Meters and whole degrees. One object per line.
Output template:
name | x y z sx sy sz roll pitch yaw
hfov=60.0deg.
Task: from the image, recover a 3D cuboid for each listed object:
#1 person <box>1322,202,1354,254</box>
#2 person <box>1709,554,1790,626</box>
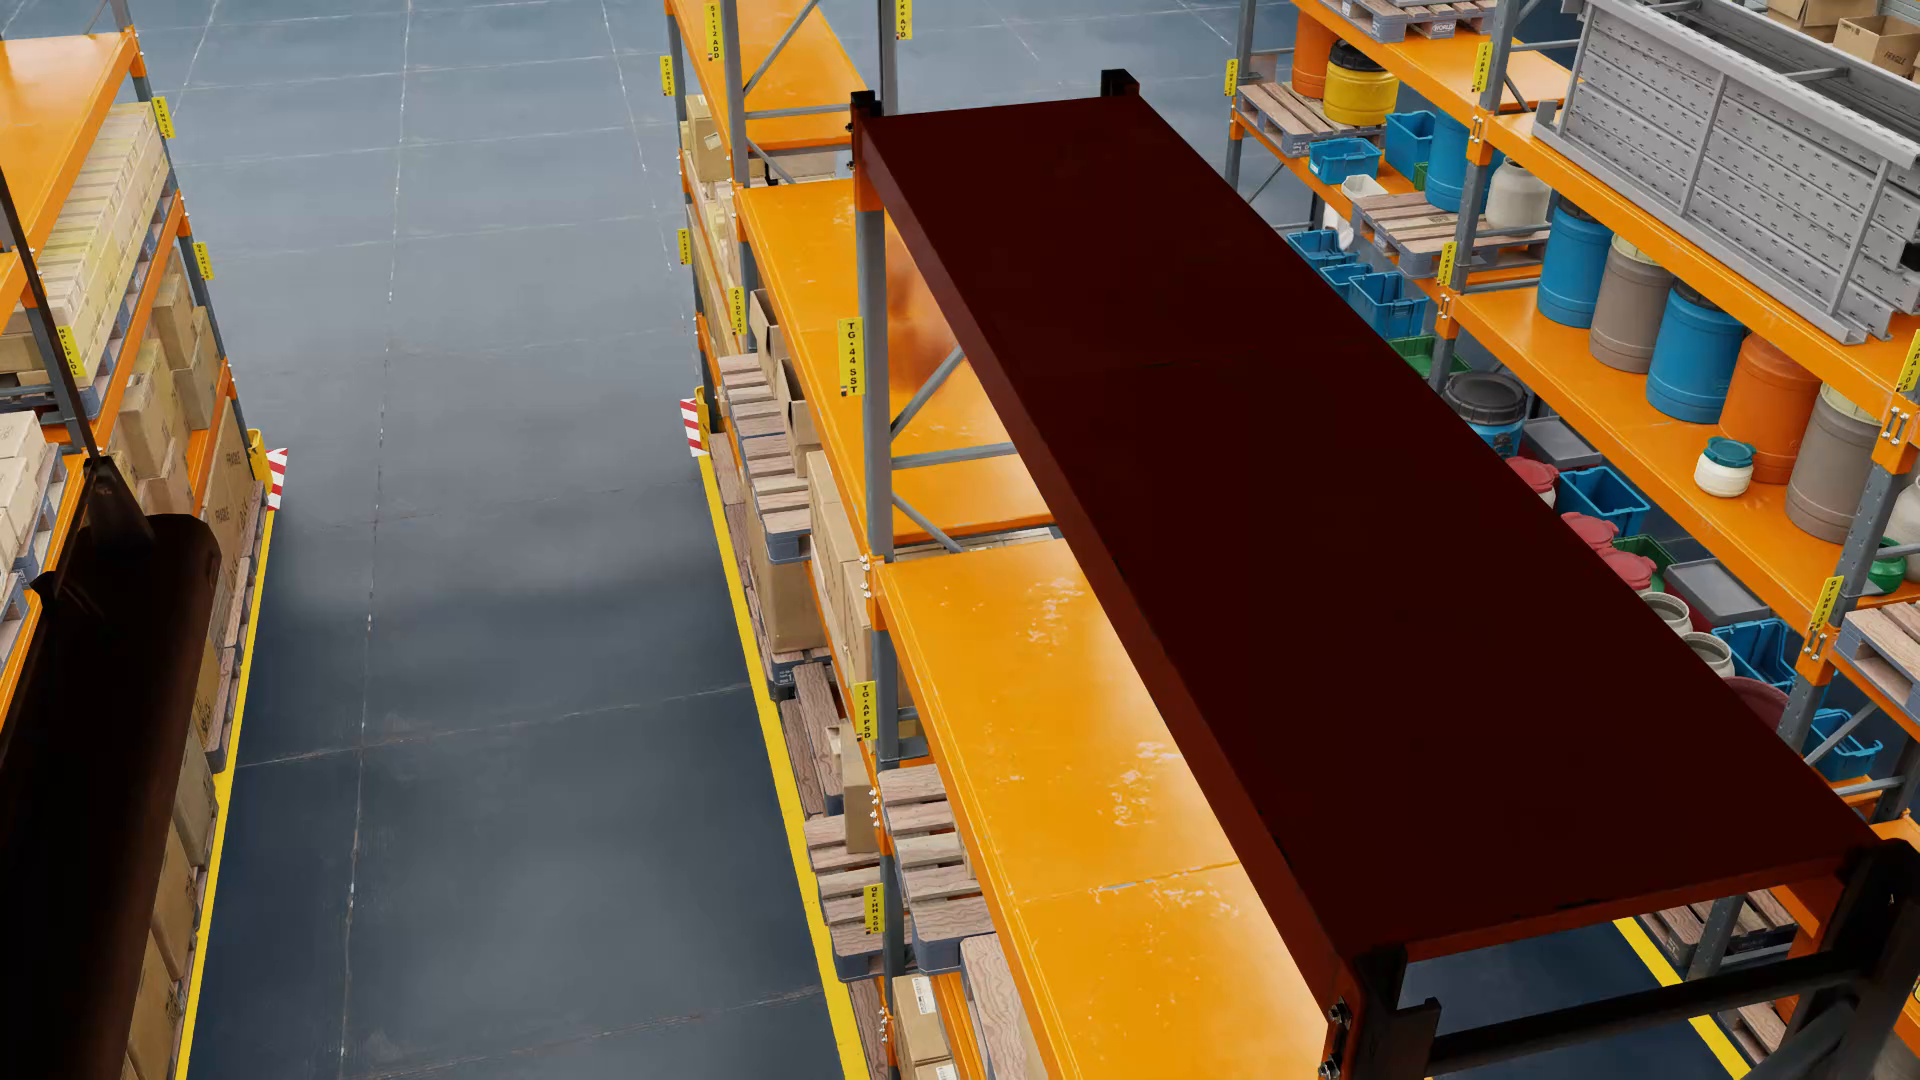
person | 3.800 -3.012 16.947 0.854 1.736 0.765 26 42 33
person | 6.051 -0.102 12.635 0.660 1.764 0.955 -17 38 -23
